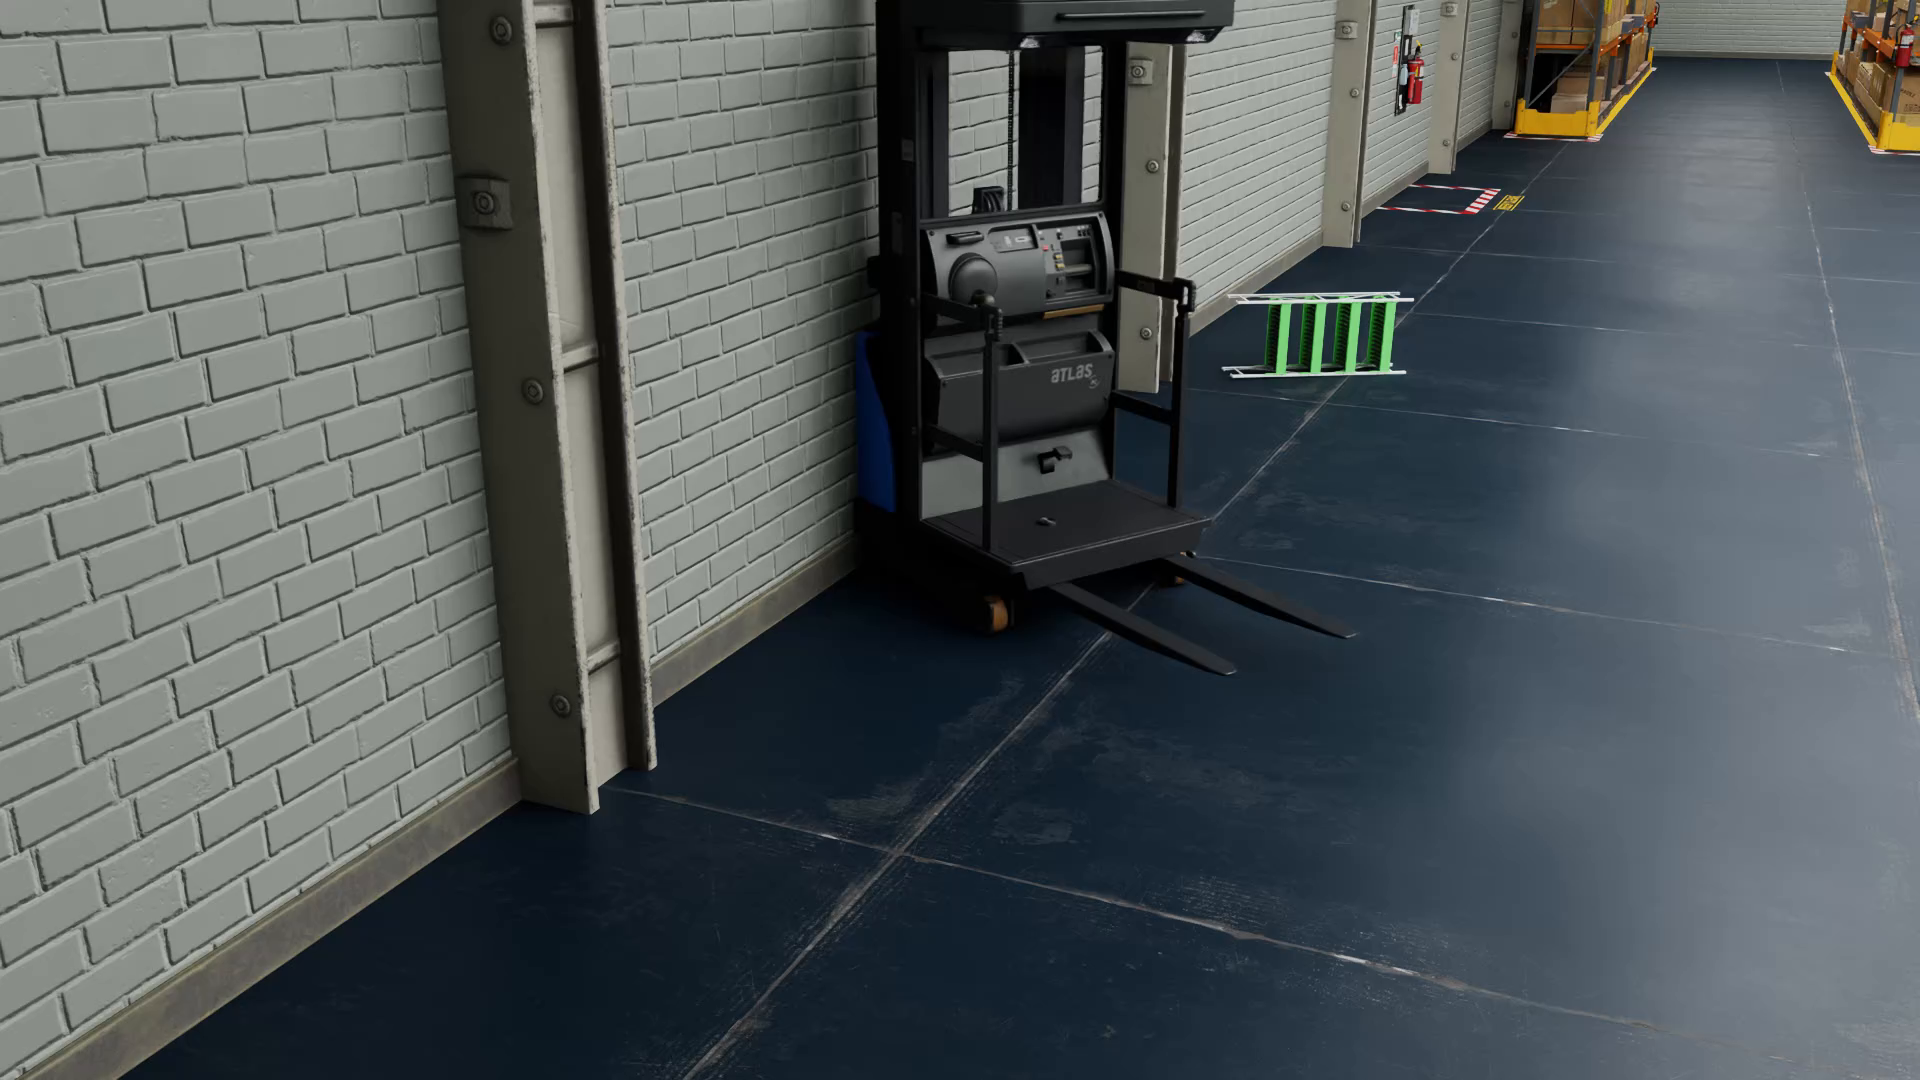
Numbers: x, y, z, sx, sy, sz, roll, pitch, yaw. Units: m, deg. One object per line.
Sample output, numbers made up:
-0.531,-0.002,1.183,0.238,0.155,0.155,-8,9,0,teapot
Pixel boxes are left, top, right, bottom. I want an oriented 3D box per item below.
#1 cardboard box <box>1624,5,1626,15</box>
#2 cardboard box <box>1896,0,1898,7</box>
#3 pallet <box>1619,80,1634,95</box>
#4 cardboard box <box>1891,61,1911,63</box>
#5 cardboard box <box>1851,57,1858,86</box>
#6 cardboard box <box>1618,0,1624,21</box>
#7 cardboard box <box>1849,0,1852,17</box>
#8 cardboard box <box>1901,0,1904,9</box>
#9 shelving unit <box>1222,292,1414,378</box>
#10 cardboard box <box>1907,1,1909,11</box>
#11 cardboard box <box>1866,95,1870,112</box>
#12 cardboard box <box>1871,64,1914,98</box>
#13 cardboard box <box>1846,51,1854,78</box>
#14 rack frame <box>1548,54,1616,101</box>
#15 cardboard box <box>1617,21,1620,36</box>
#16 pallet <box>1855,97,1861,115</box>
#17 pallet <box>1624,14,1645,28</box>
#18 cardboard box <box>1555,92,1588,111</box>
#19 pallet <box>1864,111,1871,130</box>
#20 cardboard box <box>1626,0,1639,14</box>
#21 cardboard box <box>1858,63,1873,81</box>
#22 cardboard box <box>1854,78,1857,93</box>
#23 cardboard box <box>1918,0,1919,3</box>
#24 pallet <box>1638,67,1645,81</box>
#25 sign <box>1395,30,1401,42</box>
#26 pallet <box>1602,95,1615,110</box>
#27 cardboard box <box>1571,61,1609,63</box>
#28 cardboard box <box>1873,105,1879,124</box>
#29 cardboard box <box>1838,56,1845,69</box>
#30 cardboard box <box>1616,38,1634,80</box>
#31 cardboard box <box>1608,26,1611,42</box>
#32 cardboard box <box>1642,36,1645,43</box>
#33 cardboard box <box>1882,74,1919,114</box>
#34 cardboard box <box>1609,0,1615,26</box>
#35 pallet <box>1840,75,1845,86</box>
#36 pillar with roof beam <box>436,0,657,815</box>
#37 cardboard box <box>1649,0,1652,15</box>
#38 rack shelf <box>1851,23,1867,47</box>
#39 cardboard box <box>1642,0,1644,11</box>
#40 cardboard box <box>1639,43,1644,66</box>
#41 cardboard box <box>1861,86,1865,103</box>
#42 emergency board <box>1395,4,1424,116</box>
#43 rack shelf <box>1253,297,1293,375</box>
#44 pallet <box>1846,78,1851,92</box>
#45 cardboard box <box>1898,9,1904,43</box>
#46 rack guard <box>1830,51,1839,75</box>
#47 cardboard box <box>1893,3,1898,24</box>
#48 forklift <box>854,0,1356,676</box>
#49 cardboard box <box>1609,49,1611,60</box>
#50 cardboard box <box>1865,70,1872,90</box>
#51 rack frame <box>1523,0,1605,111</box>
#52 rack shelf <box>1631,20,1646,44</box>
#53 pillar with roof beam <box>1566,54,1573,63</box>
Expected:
11.949,-9.980,30.748,0.700,0.500,0.500,6,21,18,cardboard box
14.933,-8.441,26.109,0.380,0.149,0.250,9,21,23,cardboard box
12.728,-8.962,32.853,1.003,0.211,1.213,9,21,23,pallet
17.305,-8.496,30.455,0.500,0.500,0.500,10,22,25,cardboard box
17.239,-8.872,31.513,0.500,0.500,0.500,8,21,21,cardboard box
10.588,-8.774,27.238,0.500,0.500,0.500,8,21,22,cardboard box
19.091,-11.295,35.104,0.500,0.500,0.500,9,21,23,cardboard box
14.516,-8.128,25.230,0.380,0.149,0.250,8,21,21,cardboard box
2.365,-1.363,11.021,1.200,0.503,0.258,-2,20,-9,shelving unit
14.093,-7.812,24.342,0.380,0.149,0.250,9,22,24,cardboard box
14.753,-6.946,26.499,0.500,0.250,0.500,9,21,23,cardboard box
14.547,-7.146,25.945,0.500,0.500,0.500,9,21,23,cardboard box
18.075,-9.504,33.290,0.500,0.500,0.500,8,21,20,cardboard box
10.699,-8.822,28.298,1.000,3.000,0.127,9,21,23,rack frame
10.570,-8.423,27.371,0.500,0.250,0.500,9,21,23,cardboard box
15.984,-7.434,28.558,1.003,0.211,1.213,9,21,23,pallet
12.142,-9.722,31.115,1.213,0.211,1.003,9,21,23,pallet
9.660,-6.913,26.287,0.500,0.311,0.500,11,22,27,cardboard box
14.856,-6.592,26.190,1.003,0.211,1.213,9,21,23,pallet
12.769,-10.355,31.986,0.500,0.500,0.500,9,22,24,cardboard box
16.168,-8.251,29.333,0.500,0.311,0.500,8,21,21,cardboard box
16.375,-8.149,29.882,0.500,0.250,0.500,8,21,23,cardboard box
13.806,-7.736,23.160,0.700,0.500,0.500,9,21,23,cardboard box
14.358,-10.175,36.266,1.003,0.211,1.213,9,21,23,pallet
4.744,-5.459,17.999,0.001,0.109,0.331,9,21,23,sign
11.016,-7.746,29.436,1.003,0.211,1.213,9,21,23,pallet
11.595,-8.550,30.607,0.700,0.500,0.500,8,21,22,cardboard box
13.929,-6.335,24.782,0.500,0.250,0.500,9,21,23,cardboard box
19.243,-10.291,35.875,0.500,0.250,0.500,9,21,23,cardboard box
12.758,-9.437,32.608,0.750,0.750,0.750,8,21,22,cardboard box
9.750,-7.804,25.631,0.500,0.250,0.500,8,21,21,cardboard box
14.895,-11.047,36.691,0.380,0.149,0.250,8,21,21,cardboard box
13.530,-6.381,23.793,0.500,0.500,0.500,9,21,23,cardboard box
9.742,-8.146,25.472,0.500,0.500,0.500,9,21,23,cardboard box
18.778,-9.485,34.324,1.003,0.211,1.213,9,21,23,pallet
2.658,-2.831,2.500,9.100,9.000,0.400,9,21,23,pillar with roof beam
14.805,-12.019,36.839,0.980,0.700,0.700,7,21,20,cardboard box
17.677,-9.639,31.668,1.077,0.370,4.000,9,21,23,rack shelf
13.602,-10.979,33.740,0.500,0.500,0.500,9,21,23,cardboard box
14.796,-10.812,36.998,0.700,0.500,0.500,9,22,24,cardboard box
15.543,-7.523,28.123,0.500,0.250,0.500,9,21,24,cardboard box
5.055,-5.348,18.529,0.194,1.169,0.643,9,21,23,emergency board
2.065,-1.352,10.975,0.148,0.480,0.258,-2,20,-9,rack shelf
18.197,-9.021,33.021,1.003,0.211,1.213,9,21,23,pallet
14.834,-7.892,25.534,0.700,0.500,0.500,8,21,22,cardboard box
20.102,-10.611,37.059,1.175,0.500,0.348,9,21,23,rack guard
15.970,-8.737,27.911,0.500,0.500,0.500,9,21,23,cardboard box
0.383,-1.172,6.890,1.130,2.935,3.031,-13,23,-32,forklift
11.799,-9.035,30.851,0.500,0.250,0.500,9,21,24,cardboard box
15.331,-7.633,27.595,0.500,0.311,0.500,9,22,24,cardboard box
9.061,-7.599,24.860,1.000,3.000,0.127,9,21,23,rack frame
13.156,-10.317,33.576,1.077,0.370,4.000,9,21,23,rack shelf
17.400,-13.836,33.444,9.100,9.000,0.400,9,21,23,pillar with roof beam
